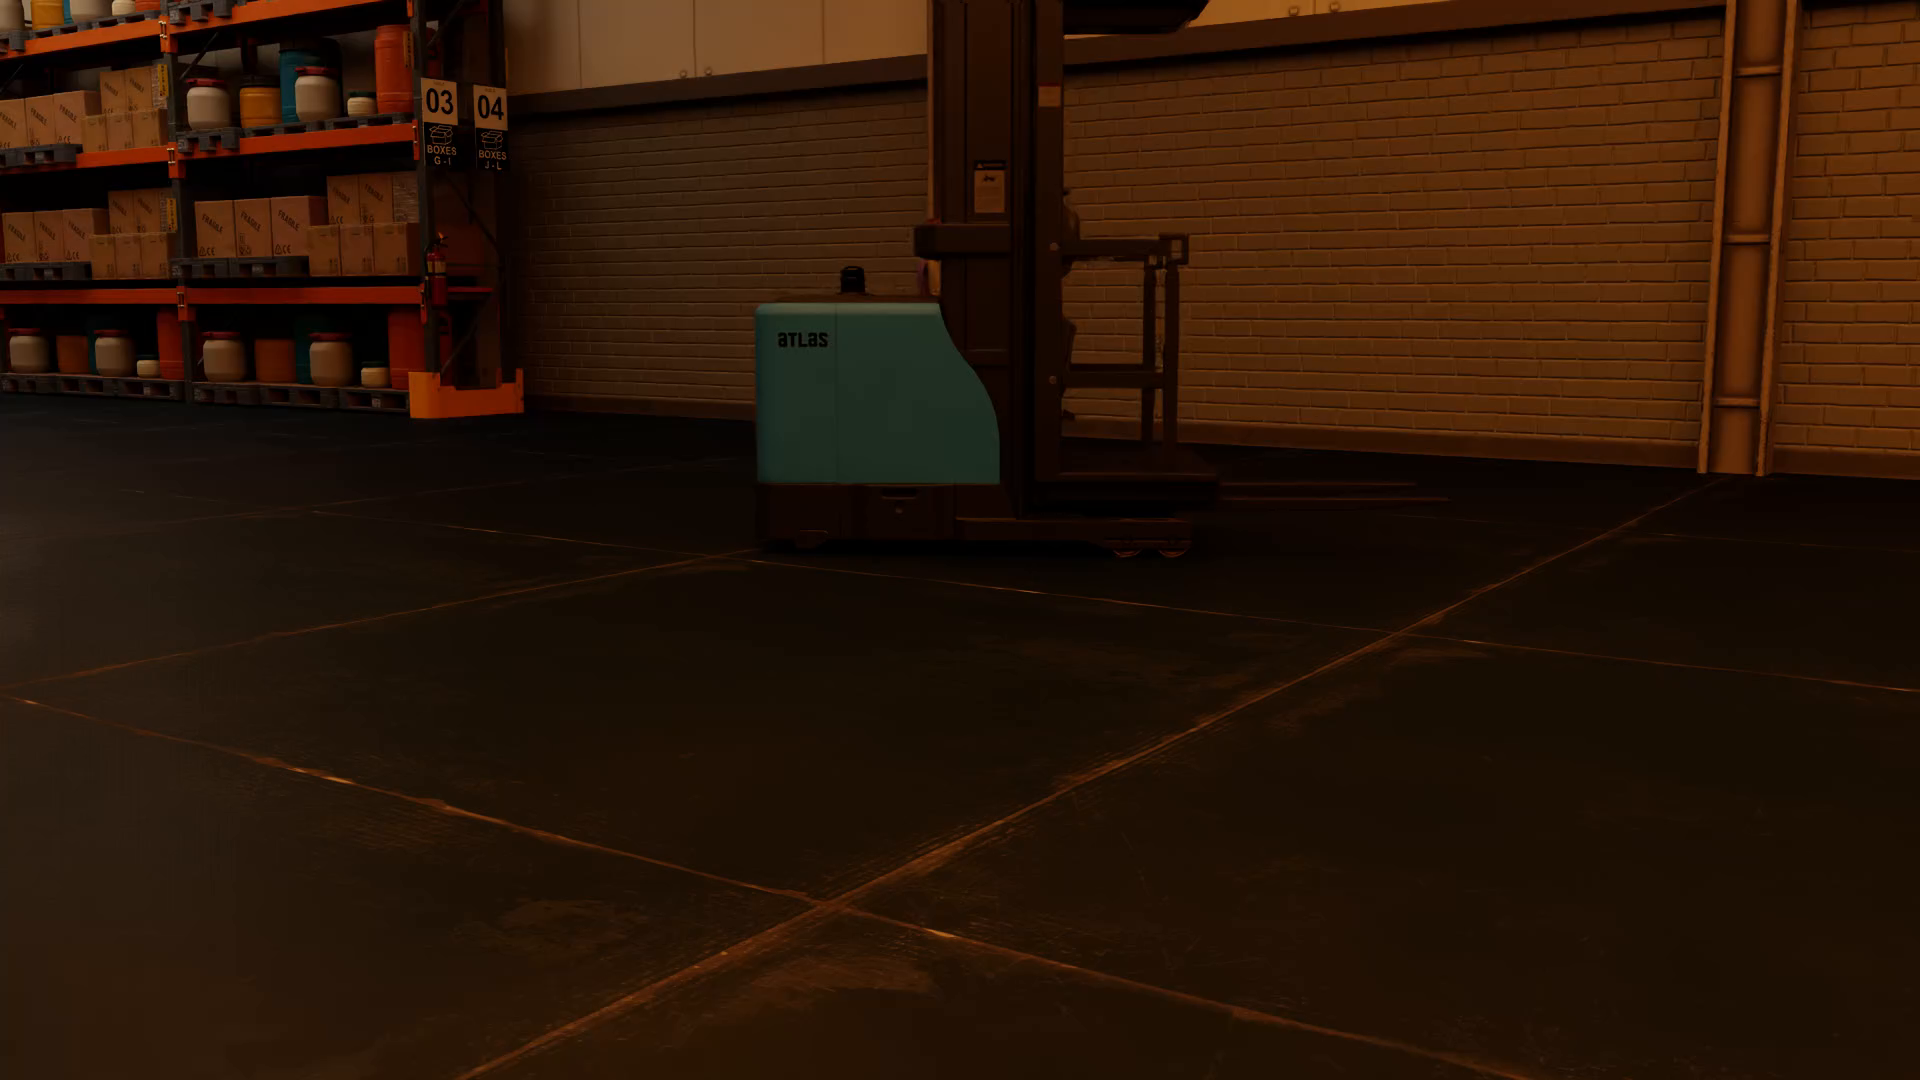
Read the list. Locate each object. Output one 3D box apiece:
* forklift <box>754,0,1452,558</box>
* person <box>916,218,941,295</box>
[{"bbox_3d":[0.633,-1.452,7.406,3.031,2.935,1.130,0,8,1],"label":"forklift"},{"bbox_3d":[-0.135,-1.217,10.481,0.319,1.603,0.405,-2,8,-12],"label":"person"}]
